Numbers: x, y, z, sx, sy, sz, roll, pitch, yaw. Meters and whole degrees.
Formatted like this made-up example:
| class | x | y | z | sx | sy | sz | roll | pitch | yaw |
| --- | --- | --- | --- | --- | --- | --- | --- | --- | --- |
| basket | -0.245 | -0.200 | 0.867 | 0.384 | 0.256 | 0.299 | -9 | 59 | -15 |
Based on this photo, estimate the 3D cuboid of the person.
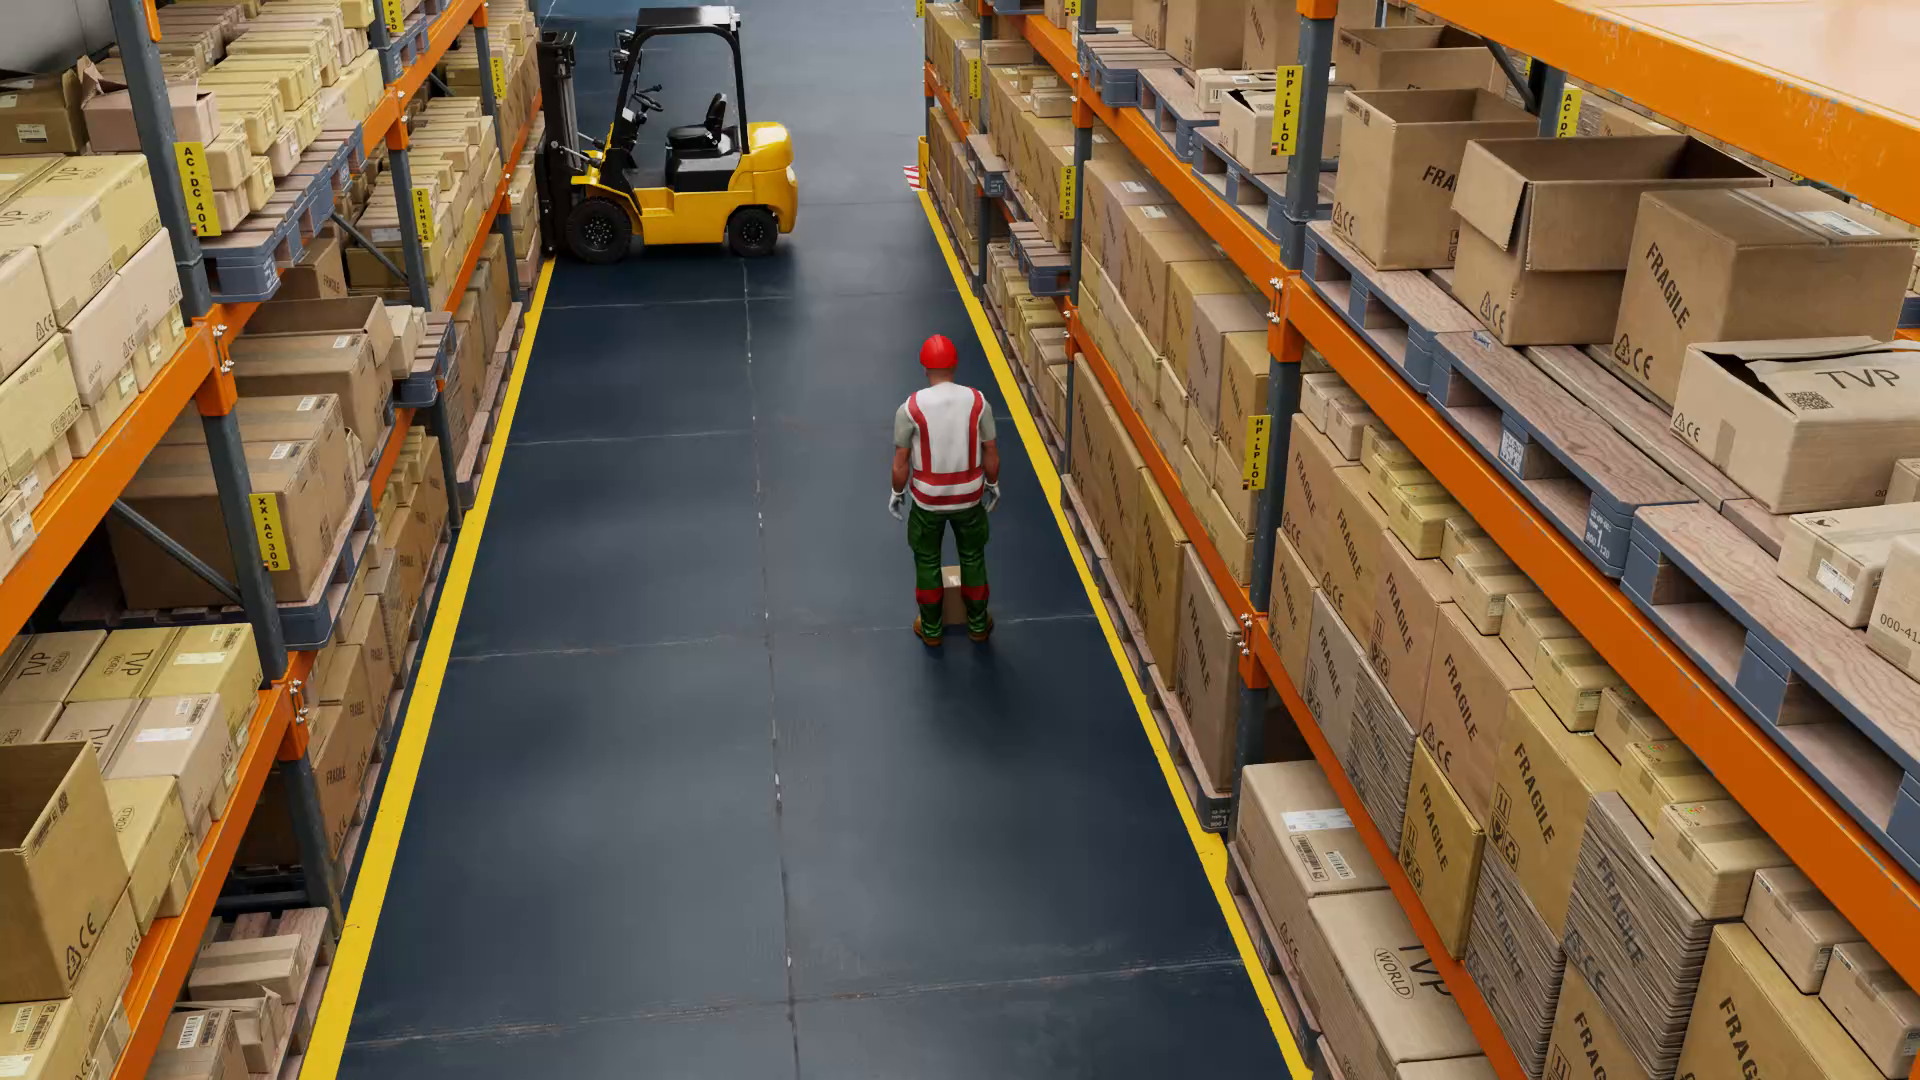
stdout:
| class | x | y | z | sx | sy | sz | roll | pitch | yaw |
| --- | --- | --- | --- | --- | --- | --- | --- | --- | --- |
| person | -0.072 | -0.251 | 9.098 | 0.612 | 1.776 | 0.460 | -5 | 27 | -10 |
